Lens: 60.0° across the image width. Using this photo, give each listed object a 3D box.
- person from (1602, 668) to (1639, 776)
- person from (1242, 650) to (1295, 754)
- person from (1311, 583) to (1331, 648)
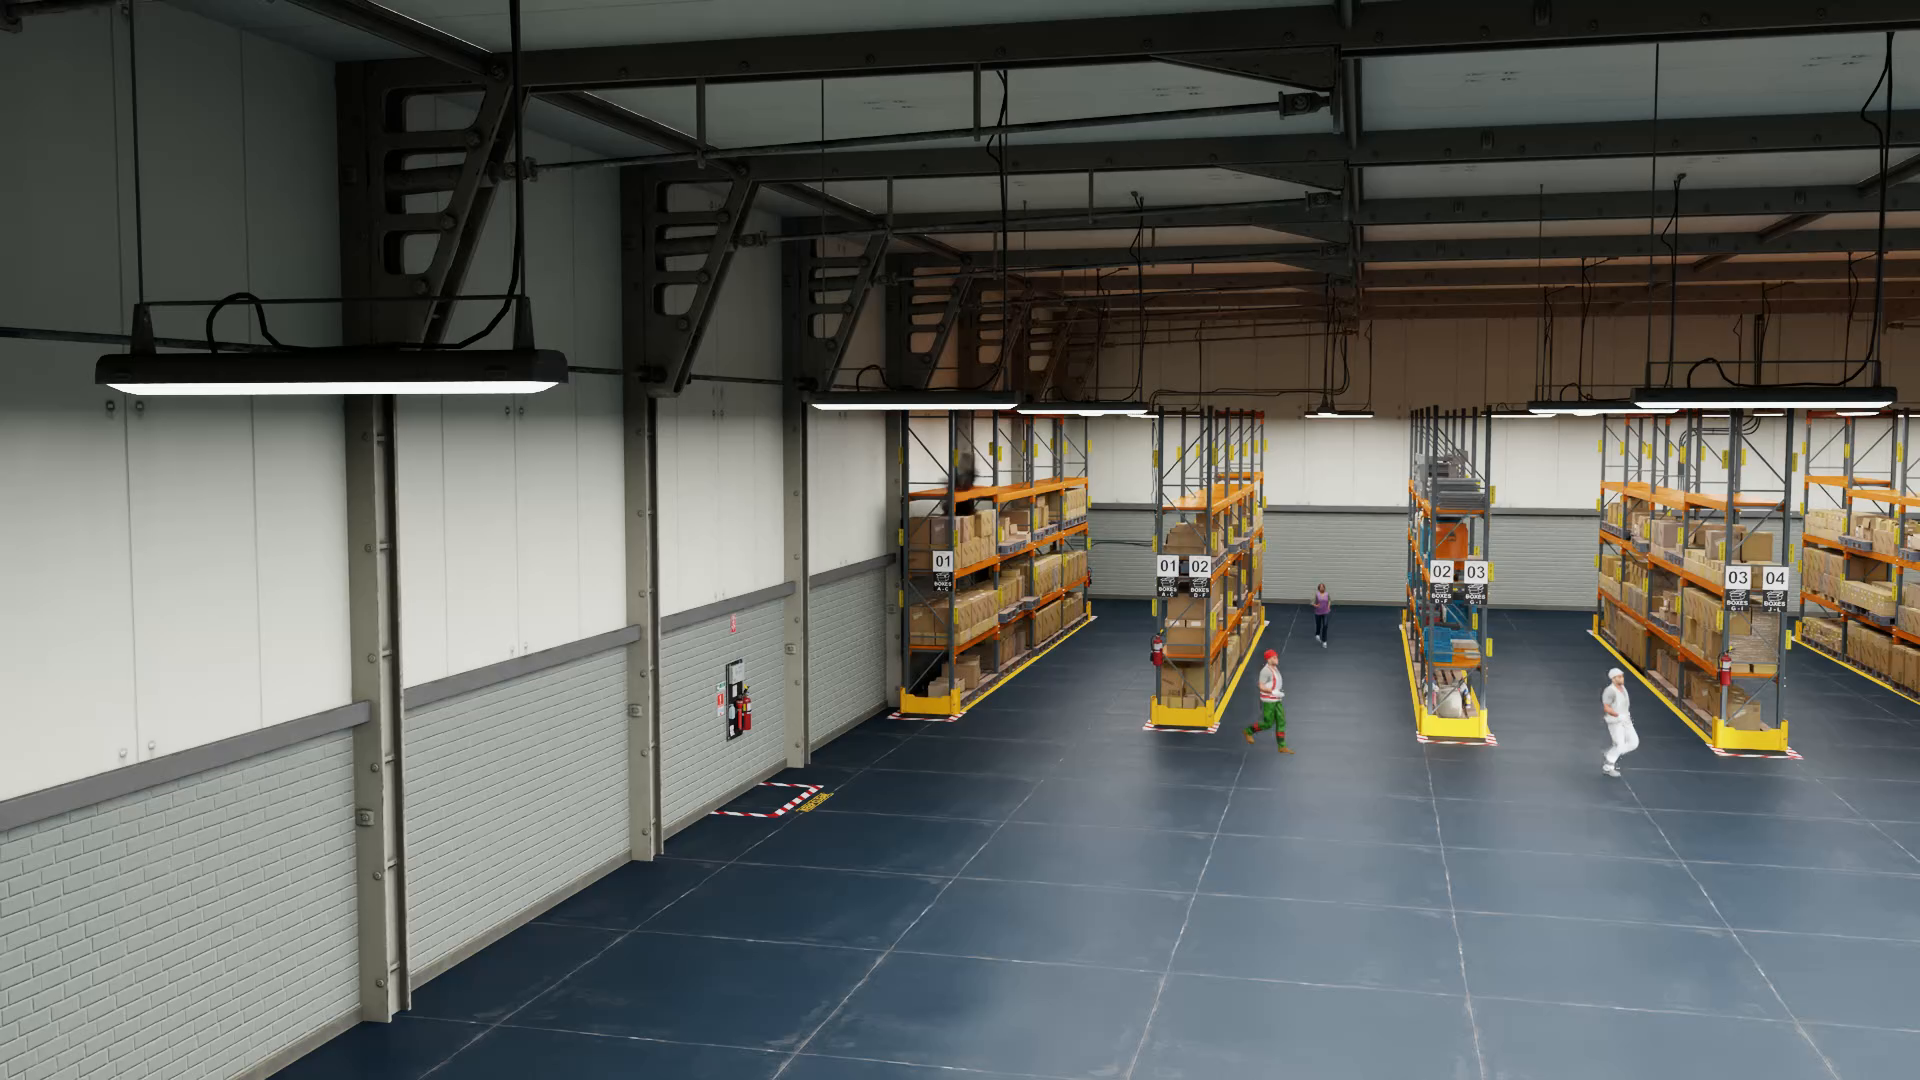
[{"bbox_3d":[10.627,2.931,26.753,0.669,1.742,0.517,-4,5,-41],"label":"person"},{"bbox_3d":[5.334,2.776,28.658,0.945,1.781,0.670,3,5,35],"label":"person"},{"bbox_3d":[9.177,1.889,42.230,0.538,1.605,0.877,0,4,2],"label":"person"}]
